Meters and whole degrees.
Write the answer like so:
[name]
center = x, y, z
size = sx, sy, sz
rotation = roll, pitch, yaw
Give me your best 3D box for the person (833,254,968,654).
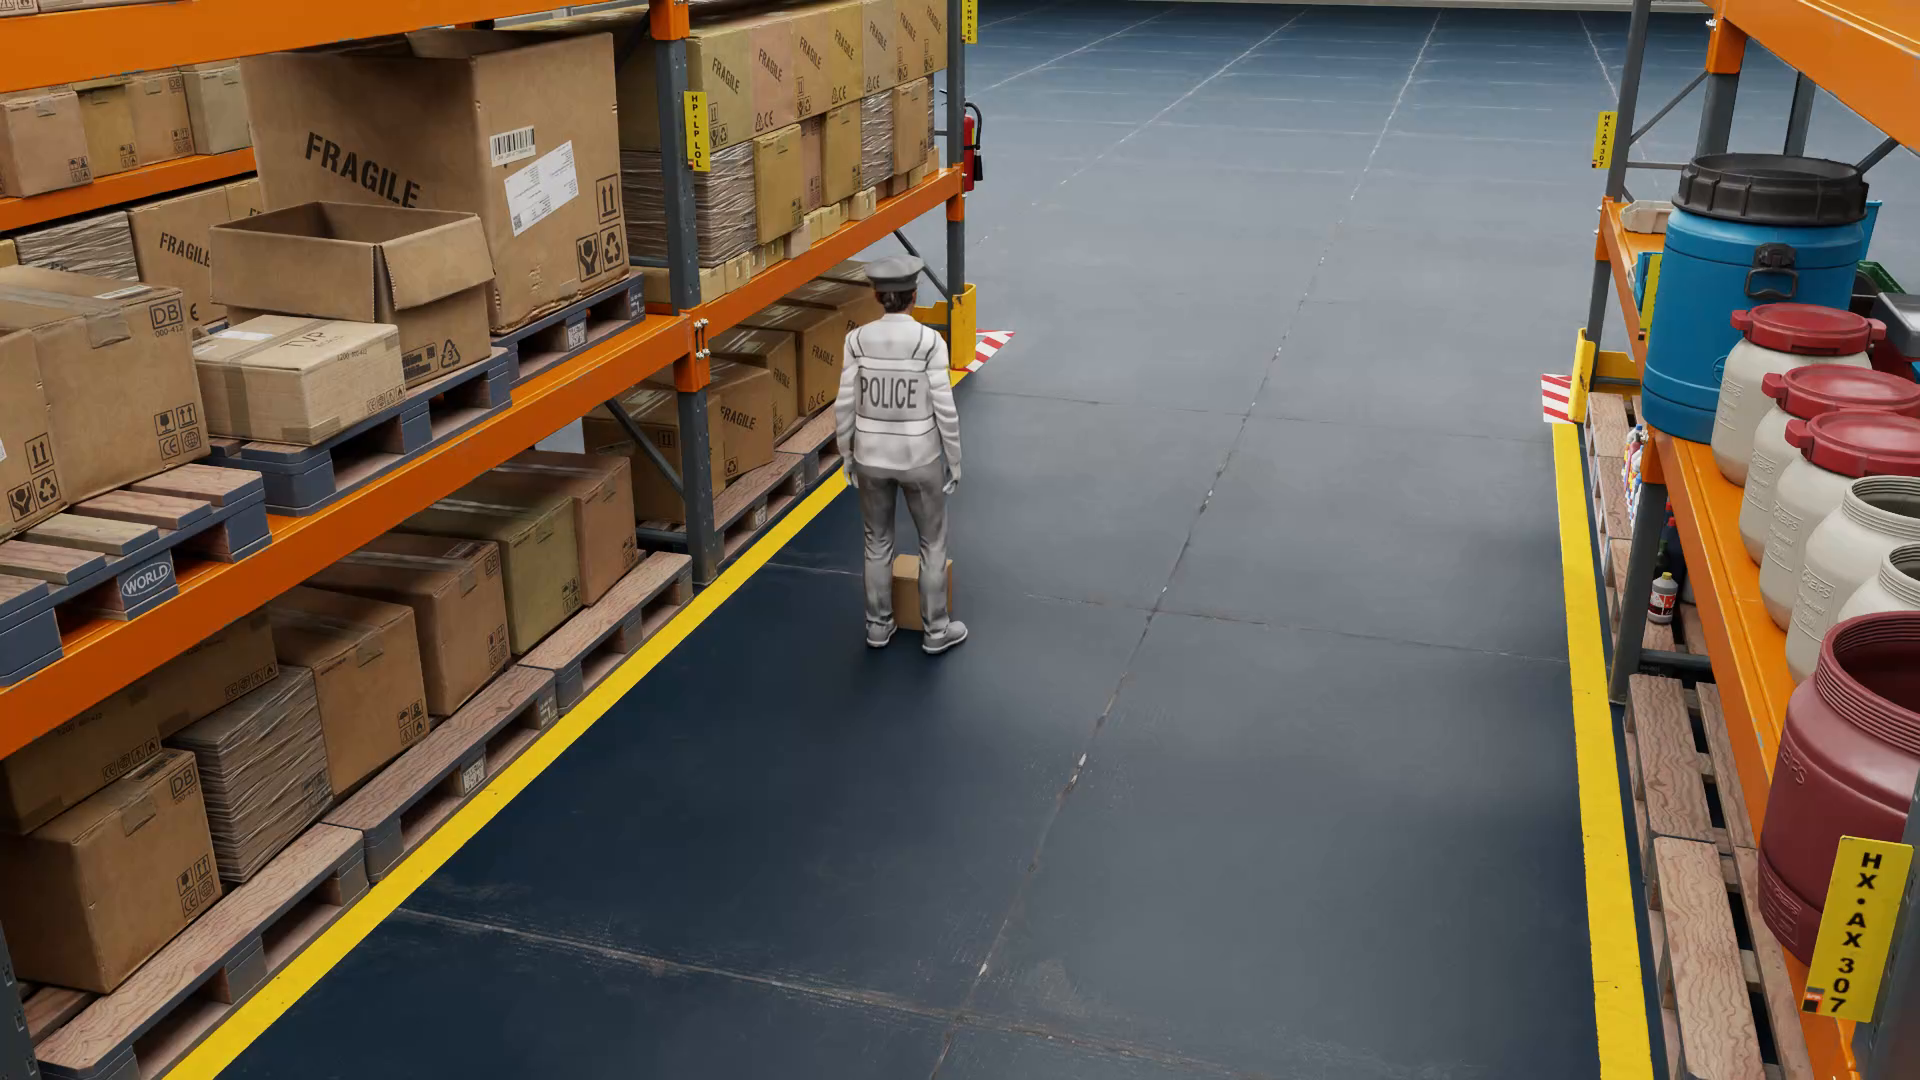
[person]
center = -0.250, -0.329, 6.900
size = 0.530, 1.659, 0.376
rotation = 5, 23, 13
